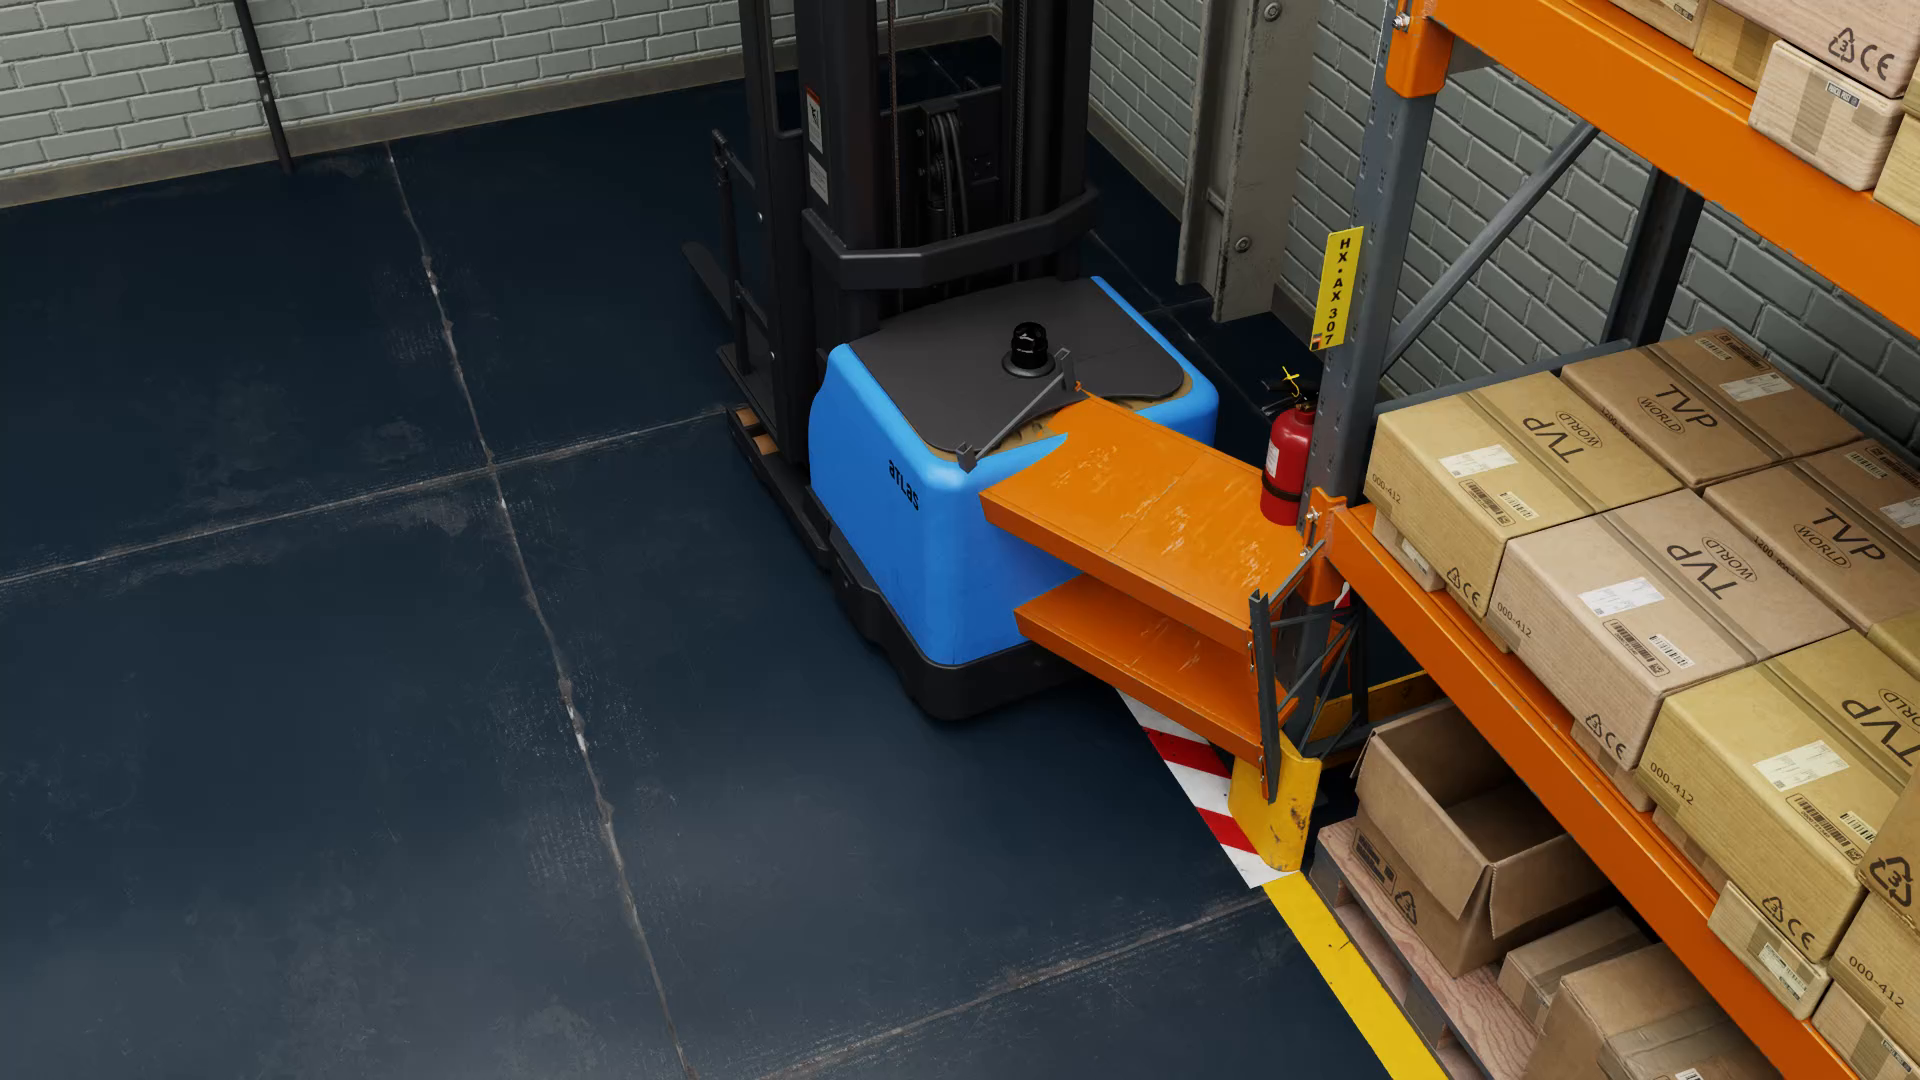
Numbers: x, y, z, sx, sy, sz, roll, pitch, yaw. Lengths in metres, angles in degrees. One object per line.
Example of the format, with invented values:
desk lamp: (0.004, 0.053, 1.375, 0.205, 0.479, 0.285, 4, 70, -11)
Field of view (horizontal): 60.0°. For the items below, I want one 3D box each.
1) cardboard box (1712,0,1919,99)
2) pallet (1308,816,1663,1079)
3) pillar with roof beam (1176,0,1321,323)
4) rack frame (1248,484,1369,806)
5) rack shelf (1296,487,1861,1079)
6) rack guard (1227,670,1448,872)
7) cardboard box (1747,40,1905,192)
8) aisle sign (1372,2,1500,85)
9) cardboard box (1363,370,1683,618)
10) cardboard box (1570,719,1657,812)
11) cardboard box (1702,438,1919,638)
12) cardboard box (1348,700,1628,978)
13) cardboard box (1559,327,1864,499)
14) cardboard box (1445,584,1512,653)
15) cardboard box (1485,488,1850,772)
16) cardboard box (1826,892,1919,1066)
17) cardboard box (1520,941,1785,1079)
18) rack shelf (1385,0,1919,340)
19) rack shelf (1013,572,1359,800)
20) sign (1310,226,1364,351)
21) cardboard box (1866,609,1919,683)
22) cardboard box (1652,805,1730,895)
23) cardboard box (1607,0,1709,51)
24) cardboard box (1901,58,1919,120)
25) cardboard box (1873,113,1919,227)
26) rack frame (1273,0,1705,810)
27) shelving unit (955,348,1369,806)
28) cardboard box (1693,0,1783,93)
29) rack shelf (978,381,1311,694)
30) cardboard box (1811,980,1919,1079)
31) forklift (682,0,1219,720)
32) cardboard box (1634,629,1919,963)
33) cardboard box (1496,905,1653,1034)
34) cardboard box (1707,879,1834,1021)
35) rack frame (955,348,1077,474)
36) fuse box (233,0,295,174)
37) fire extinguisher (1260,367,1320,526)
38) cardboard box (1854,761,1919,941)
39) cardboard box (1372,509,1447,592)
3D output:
cardboard box: (1.535, -0.962, 2.655, 0.500, 0.250, 0.500, -14, 43, -16)
pallet: (1.740, 1.178, 4.719, 1.003, 0.211, 1.213, -15, 43, -17)
pillar with roof beam: (-2.772, -3.455, 3.367, 9.100, 9.000, 0.400, -15, 43, -17)
rack frame: (1.014, 0.361, 4.752, 0.032, 1.125, 0.500, 28, 61, 33)
rack shelf: (2.170, 1.072, 3.255, 1.077, 0.370, 4.000, -15, 43, -17)
rack guard: (1.434, 0.588, 5.183, 1.175, 0.500, 0.348, -15, 43, -17)
cardboard box: (1.519, -0.712, 2.669, 0.380, 0.149, 0.250, -14, 43, -16)
aisle sign: (1.107, -1.359, 3.536, 0.394, 0.787, 0.004, -15, 43, -17)
cardboard box: (1.329, -0.121, 3.977, 0.500, 0.250, 0.500, -15, 43, -17)
cardboard box: (1.590, 0.415, 3.660, 0.380, 0.149, 0.250, -14, 43, -16)
cardboard box: (2.022, 0.060, 3.766, 0.500, 0.250, 0.500, -15, 43, -17)
cardboard box: (1.551, 0.774, 4.642, 0.797, 0.503, 0.637, -17, 43, -19)
cardboard box: (1.826, -0.251, 4.128, 0.500, 0.250, 0.500, -14, 43, -16)
cardboard box: (1.417, 0.098, 4.028, 0.380, 0.149, 0.250, -14, 43, -16)
cardboard box: (1.523, 0.183, 3.624, 0.500, 0.250, 0.500, -15, 43, -16)
cardboard box: (1.935, 0.790, 2.918, 0.500, 0.250, 0.500, -16, 43, -18)
cardboard box: (1.842, 1.300, 4.033, 0.700, 0.500, 0.500, -13, 42, -15)
rack shelf: (2.170, -0.065, 2.277, 1.077, 0.370, 4.000, -15, 43, -17)
rack shelf: (0.684, 0.319, 5.208, 1.000, 0.278, 0.538, 28, 61, 33)
sign: (0.903, -0.598, 3.981, 0.100, 0.325, 0.005, -15, 43, -17)
cardboard box: (2.207, 0.360, 3.418, 0.500, 0.250, 0.500, -14, 43, -16)
cardboard box: (1.697, 0.573, 3.475, 0.380, 0.149, 0.250, -14, 43, -16)
cardboard box: (1.436, -1.046, 3.058, 0.380, 0.149, 0.250, -14, 43, -16)
cardboard box: (1.720, -0.651, 2.293, 0.500, 0.250, 0.500, -16, 43, -18)
cardboard box: (1.626, -0.556, 2.488, 0.380, 0.149, 0.250, -15, 43, -17)
rack frame: (1.405, -0.406, 4.421, 1.000, 3.000, 0.127, -15, 43, -17)
shelving unit: (0.639, 0.159, 5.029, 1.048, 1.125, 0.538, 28, 61, 33)
cardboard box: (1.519, -0.888, 2.874, 0.380, 0.149, 0.250, -15, 43, -17)
rack shelf: (0.584, -0.033, 4.814, 1.000, 0.278, 0.538, 28, 61, 33)
cardboard box: (1.844, 0.898, 3.098, 0.380, 0.149, 0.250, -14, 43, -16)
forklift: (-0.277, -1.479, 5.722, 1.130, 2.935, 3.031, -18, 44, -20)
cardboard box: (1.720, 0.487, 3.270, 0.500, 0.250, 0.500, -16, 43, -18)
cardboard box: (1.678, 1.174, 4.449, 0.380, 0.149, 0.250, -17, 43, -19)
cardboard box: (1.724, 0.744, 3.276, 0.380, 0.149, 0.250, -16, 43, -18)
rack frame: (0.264, -0.044, 5.305, 0.032, 1.125, 0.500, 28, 61, 33)
fuse box: (-3.362, -2.504, 7.849, 0.539, 1.711, 0.414, -15, 43, -17)
fire extinguisher: (0.921, -0.208, 4.537, 0.296, 0.674, 0.183, -15, 43, -17)
cardboard box: (1.904, 0.498, 2.682, 0.500, 0.500, 0.500, -14, 43, -16)
cardboard box: (1.277, -0.044, 4.193, 0.380, 0.149, 0.250, -15, 43, -17)
